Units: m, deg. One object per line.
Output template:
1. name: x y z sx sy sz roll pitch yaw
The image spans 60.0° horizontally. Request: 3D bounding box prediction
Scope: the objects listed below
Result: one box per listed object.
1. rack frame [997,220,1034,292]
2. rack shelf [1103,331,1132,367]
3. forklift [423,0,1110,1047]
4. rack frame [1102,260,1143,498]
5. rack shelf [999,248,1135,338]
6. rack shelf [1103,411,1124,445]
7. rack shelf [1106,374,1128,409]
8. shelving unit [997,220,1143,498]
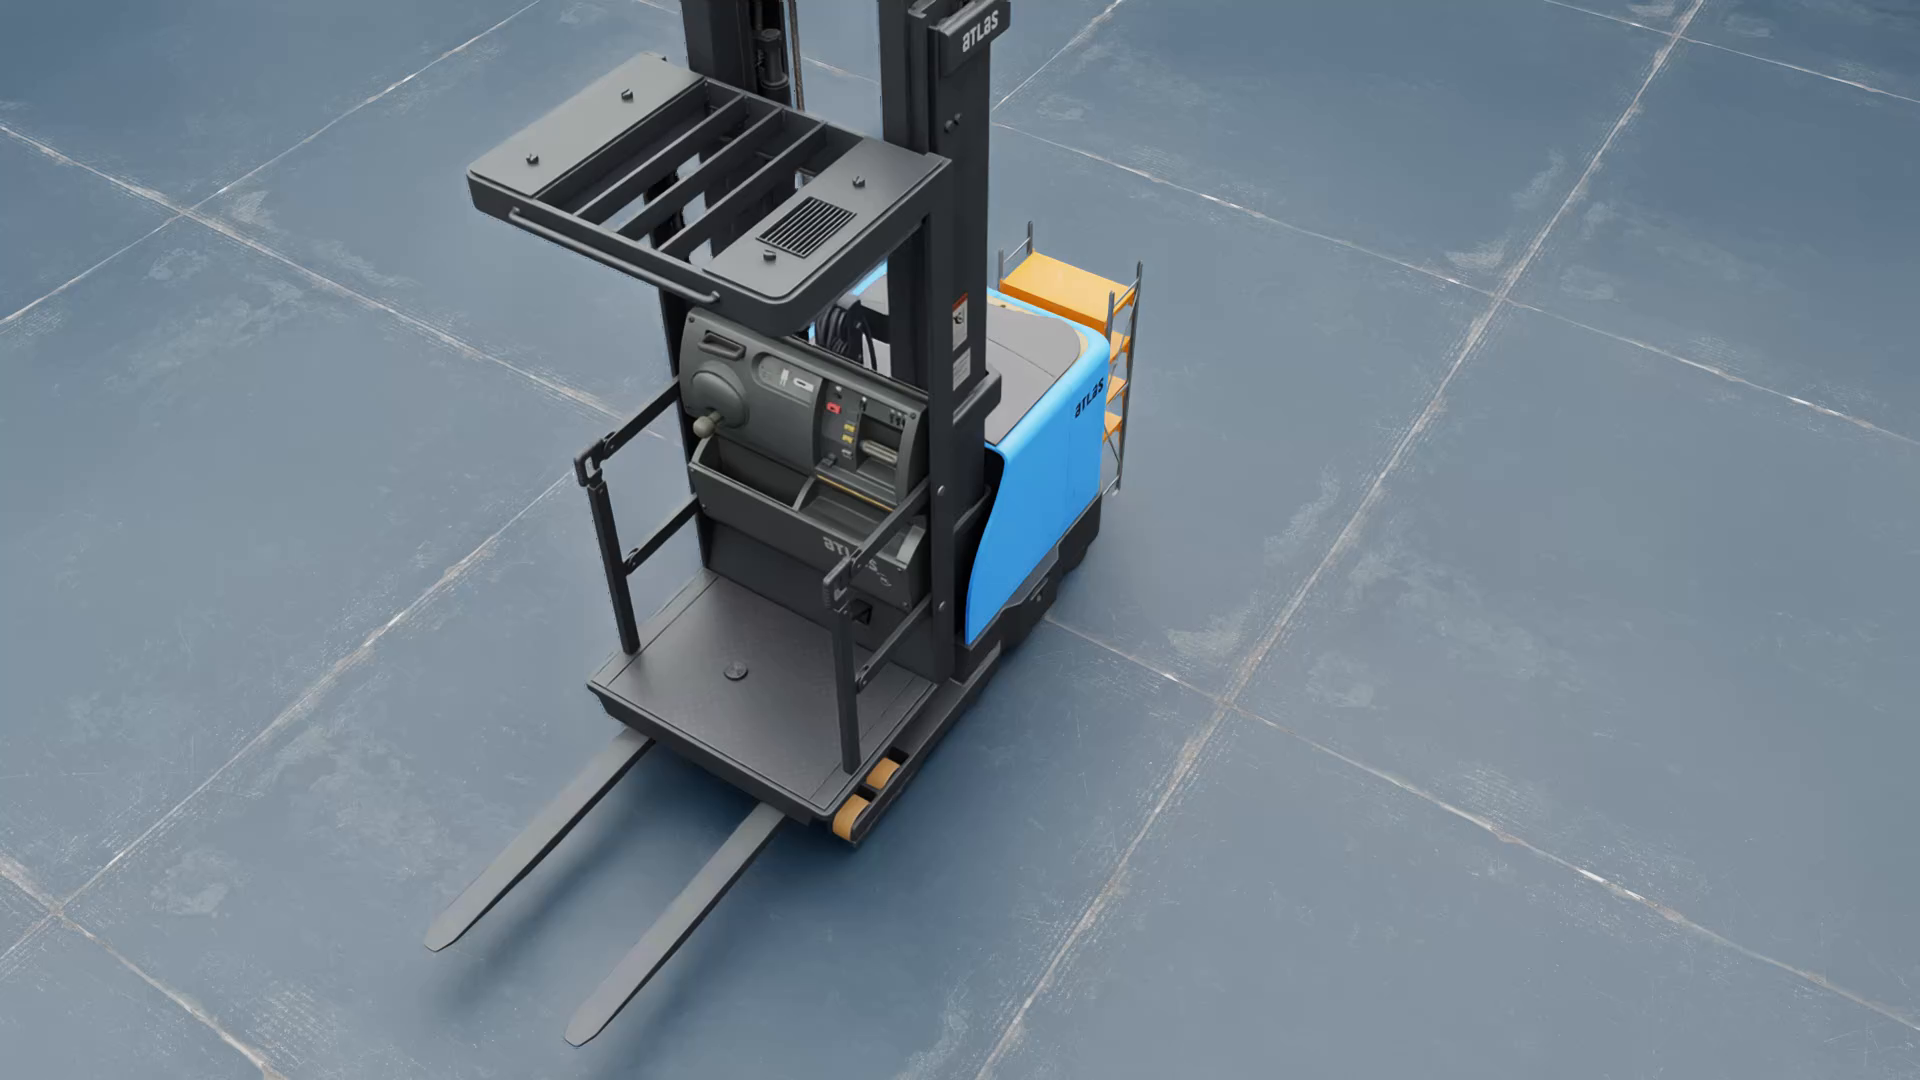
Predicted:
1. rack frame: 0.215 -0.761 6.874 0.015 1.200 0.240 25 50 22
2. rack shelf: 0.421 -0.776 6.670 0.480 0.148 0.258 25 50 22
3. forklift: -0.642 -0.339 5.258 1.130 2.935 3.031 25 51 22
4. rack frame: 0.625 -0.571 6.689 0.015 1.200 0.240 25 50 22
5. rack shelf: 0.422 -0.942 6.501 0.480 0.148 0.258 25 50 22
6. rack shelf: 0.419 -0.480 6.971 0.480 0.148 0.258 25 50 22
7. rack shelf: 0.420 -0.619 6.829 0.480 0.148 0.258 25 50 22
8. shelving unit: 0.420 -0.666 6.781 0.503 1.200 0.258 25 50 22
